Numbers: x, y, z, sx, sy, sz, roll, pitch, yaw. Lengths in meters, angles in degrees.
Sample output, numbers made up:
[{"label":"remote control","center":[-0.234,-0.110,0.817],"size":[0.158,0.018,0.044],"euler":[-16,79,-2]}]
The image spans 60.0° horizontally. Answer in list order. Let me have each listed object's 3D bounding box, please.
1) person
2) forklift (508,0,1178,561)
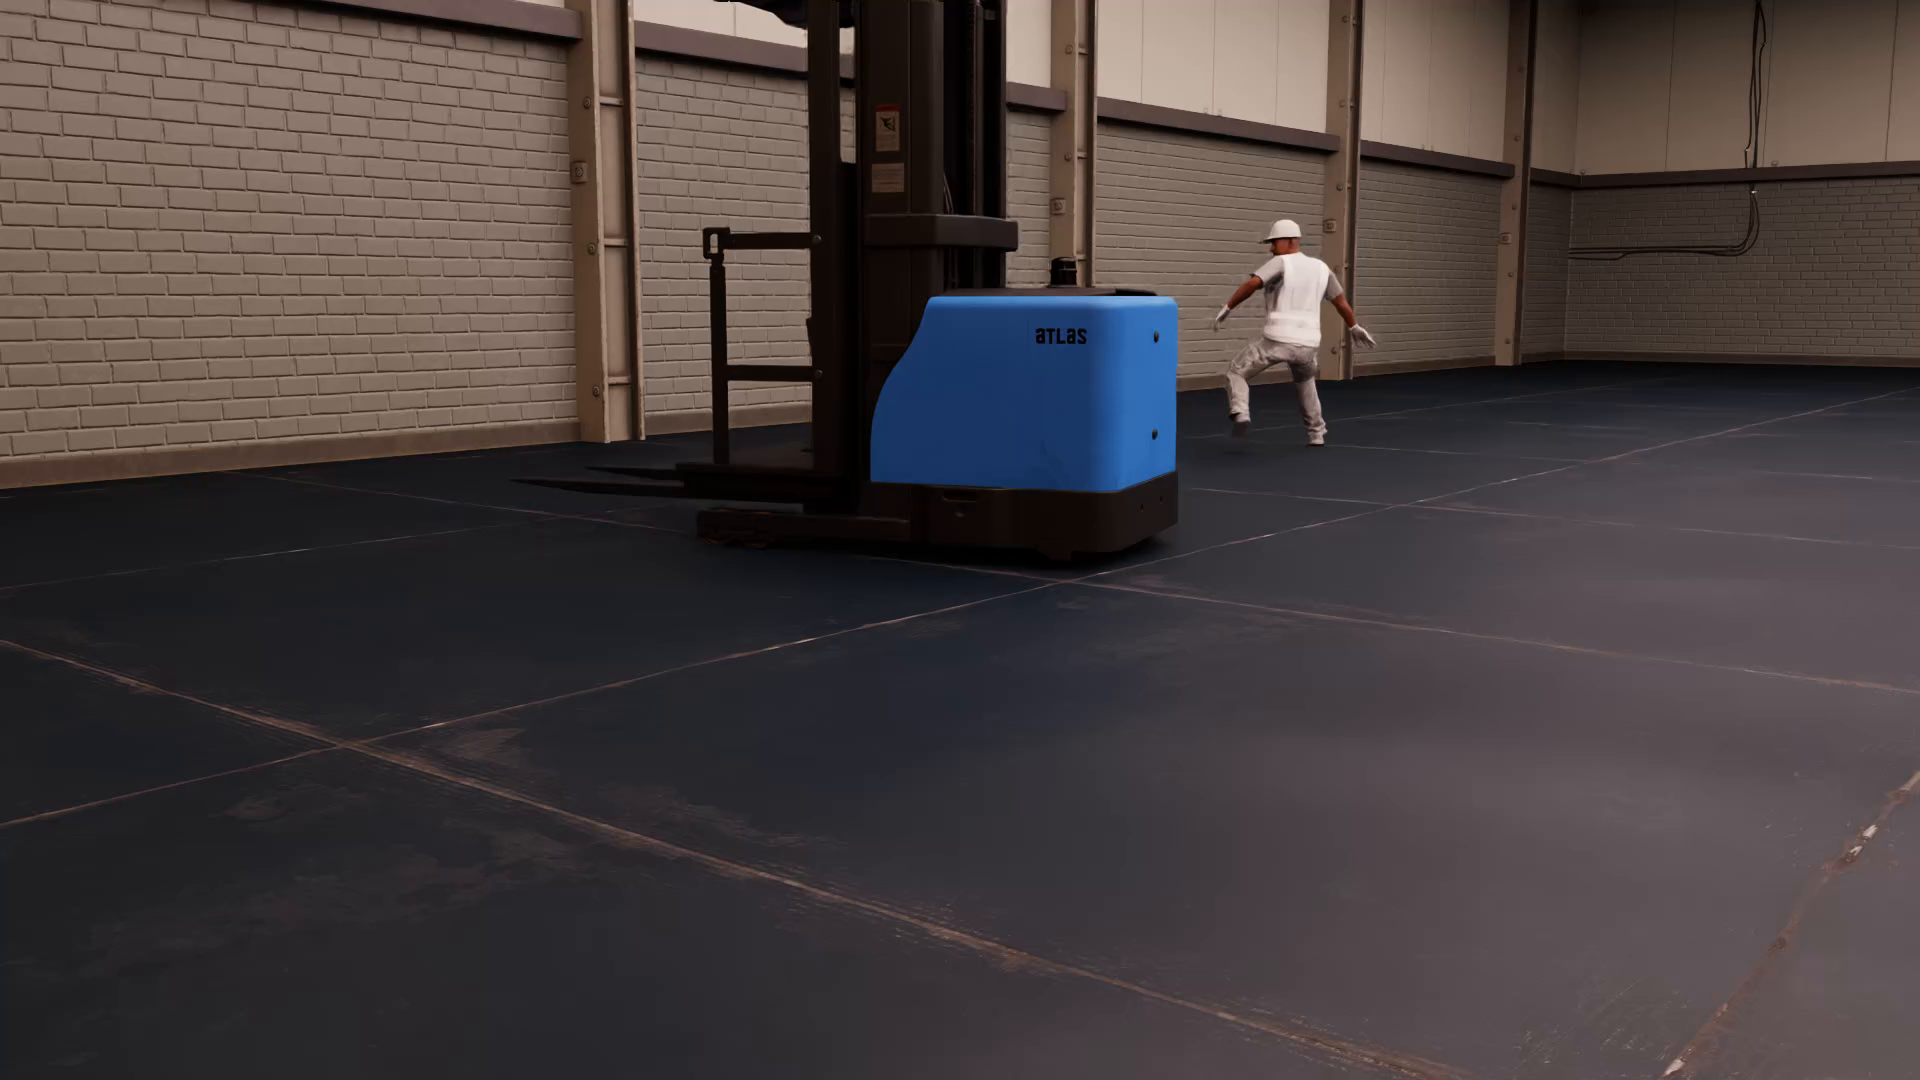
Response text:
[{"label":"person","center":[2.383,-1.444,11.856],"size":[1.212,1.657,0.508],"euler":[-3,9,-22]},{"label":"forklift","center":[-0.599,-1.477,7.378],"size":[3.031,2.935,1.130],"euler":[3,9,22]}]
